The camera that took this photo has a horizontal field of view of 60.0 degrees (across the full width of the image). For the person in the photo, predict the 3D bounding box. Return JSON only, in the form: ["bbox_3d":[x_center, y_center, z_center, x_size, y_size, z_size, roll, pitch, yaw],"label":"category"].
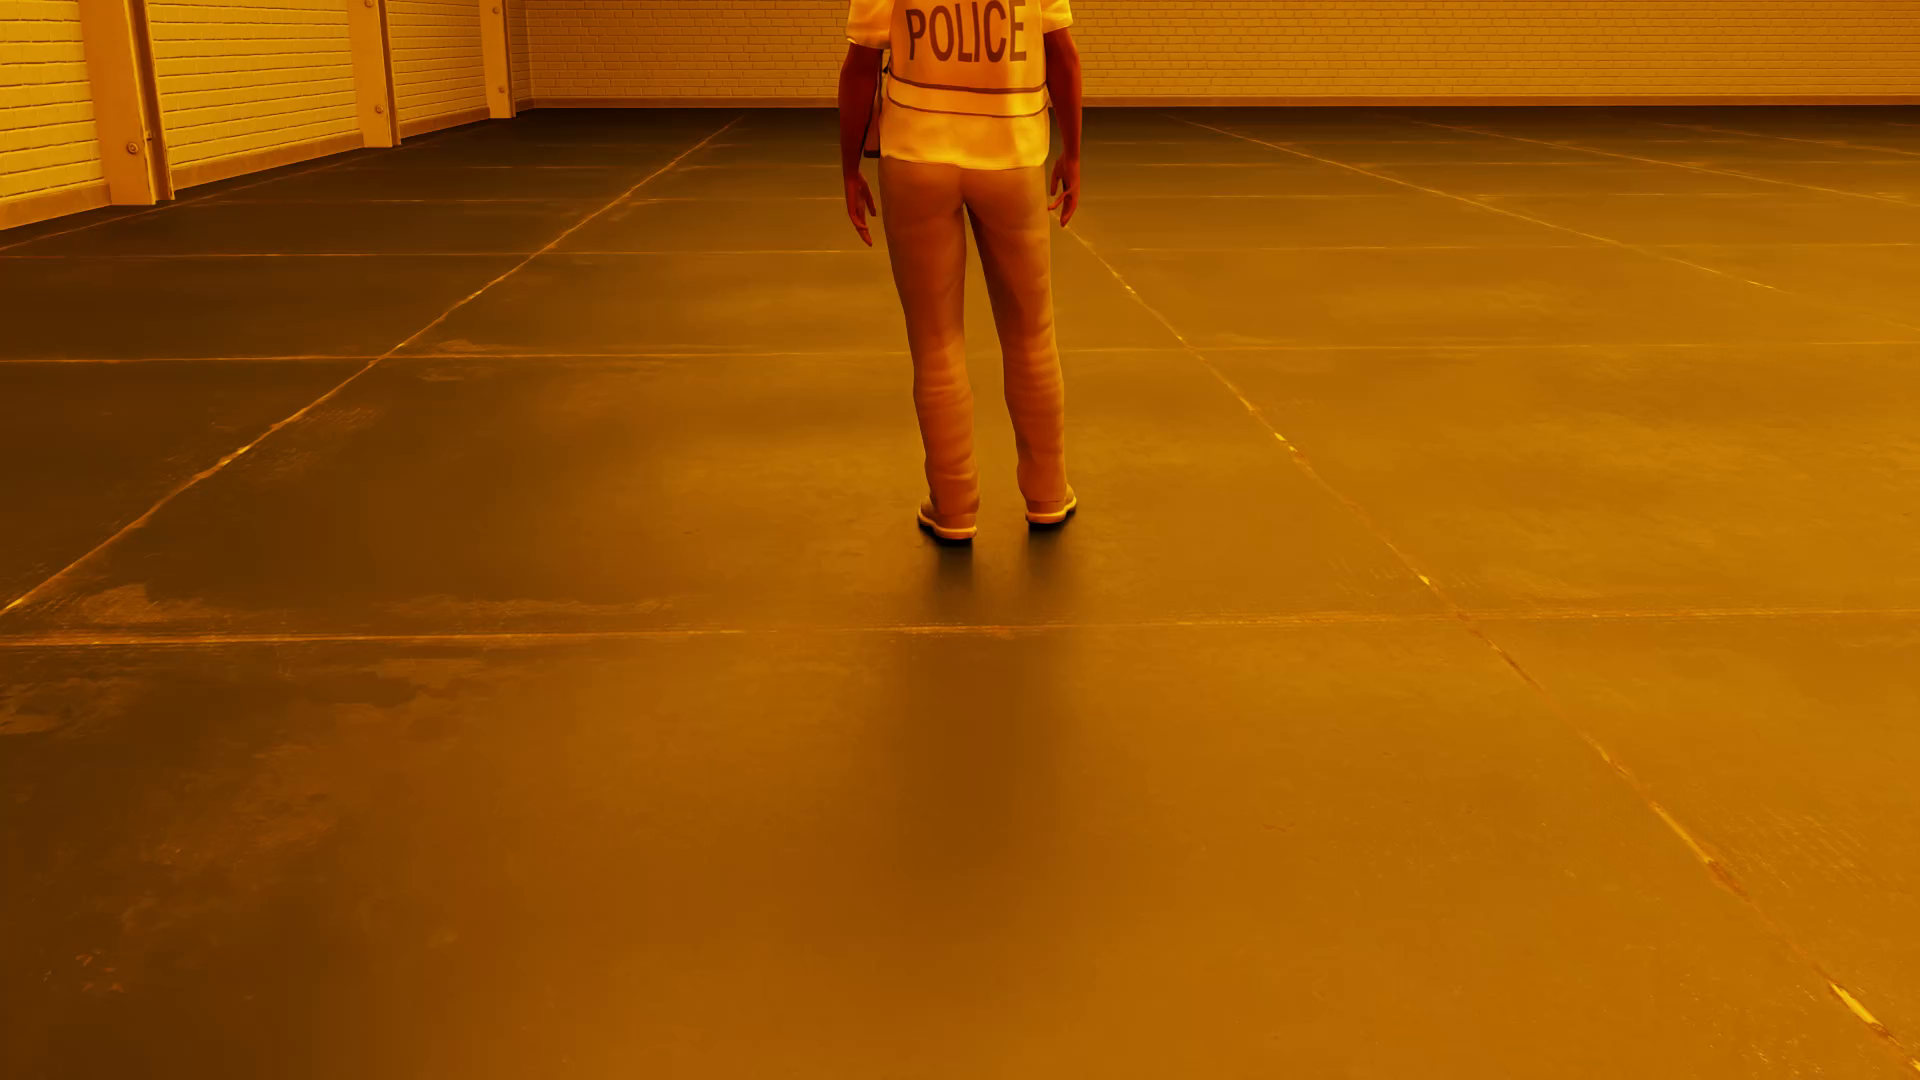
[{"bbox_3d":[0.016,-0.839,3.740,0.570,1.695,0.530,-1,17,-3],"label":"person"}]
